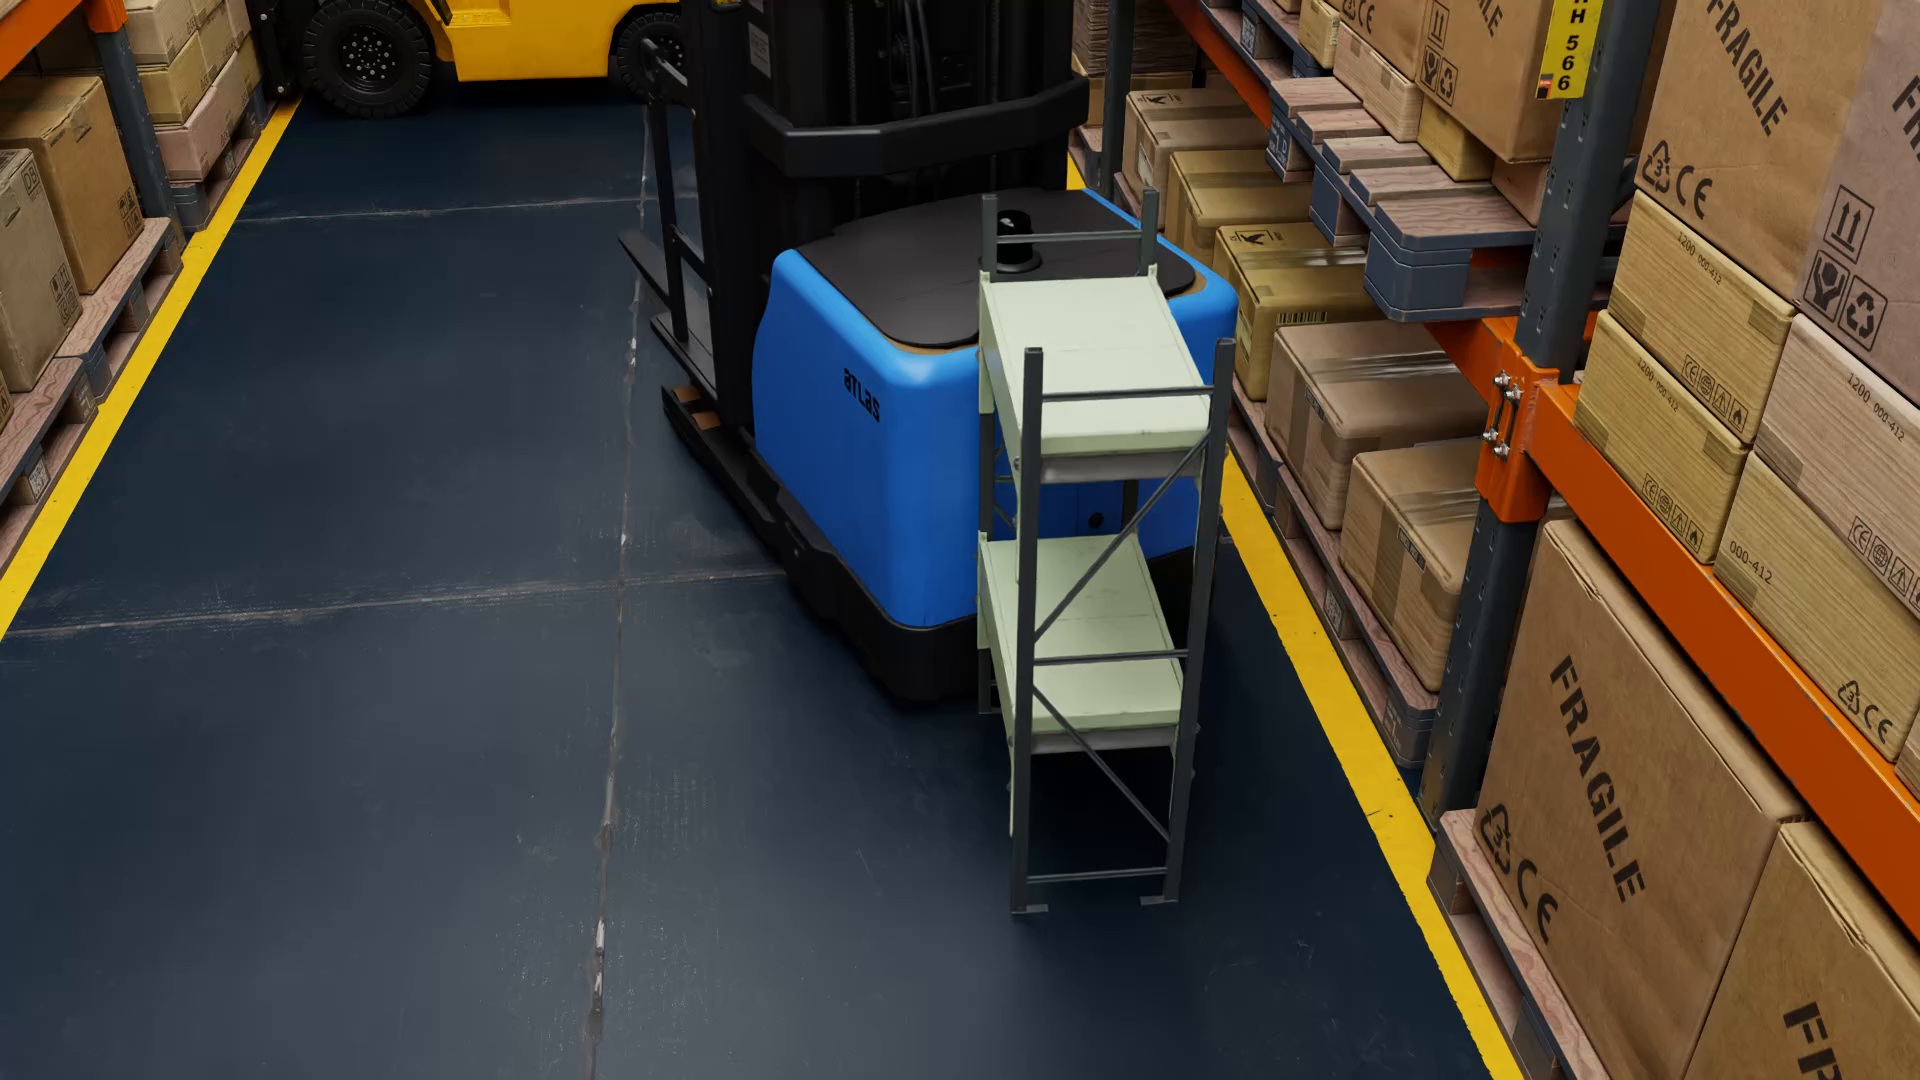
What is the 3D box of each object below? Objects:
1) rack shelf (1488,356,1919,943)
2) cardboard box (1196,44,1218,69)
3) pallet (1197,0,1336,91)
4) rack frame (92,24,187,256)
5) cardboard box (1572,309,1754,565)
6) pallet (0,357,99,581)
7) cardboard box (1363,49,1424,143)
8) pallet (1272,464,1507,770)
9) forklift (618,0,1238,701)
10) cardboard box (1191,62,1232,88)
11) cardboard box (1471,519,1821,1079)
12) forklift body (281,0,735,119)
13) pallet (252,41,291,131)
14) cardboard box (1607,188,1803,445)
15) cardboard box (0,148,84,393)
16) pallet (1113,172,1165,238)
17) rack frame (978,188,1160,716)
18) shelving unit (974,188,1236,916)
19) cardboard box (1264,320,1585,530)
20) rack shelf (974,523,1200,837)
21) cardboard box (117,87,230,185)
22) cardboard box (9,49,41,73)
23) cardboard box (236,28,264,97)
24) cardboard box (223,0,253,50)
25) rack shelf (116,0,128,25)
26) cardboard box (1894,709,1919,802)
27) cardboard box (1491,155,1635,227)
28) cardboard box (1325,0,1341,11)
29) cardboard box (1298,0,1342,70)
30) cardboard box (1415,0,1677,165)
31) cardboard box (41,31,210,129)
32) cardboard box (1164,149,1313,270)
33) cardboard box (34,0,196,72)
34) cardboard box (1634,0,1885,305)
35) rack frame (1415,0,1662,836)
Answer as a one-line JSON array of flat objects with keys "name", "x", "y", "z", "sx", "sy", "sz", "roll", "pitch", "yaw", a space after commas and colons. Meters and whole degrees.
[{"name": "rack shelf", "x": 1.941, "y": 0.843, "z": 1.989, "sx": 1.077, "sy": 0.370, "sz": 4.000, "roll": -4, "pitch": 35, "yaw": -6}, {"name": "cardboard box", "x": 1.322, "y": -2.500, "z": 7.657, "sx": 0.500, "sy": 0.500, "sz": 0.500, "roll": -3, "pitch": 34, "yaw": -4}, {"name": "pallet", "x": 1.365, "y": -1.593, "z": 5.094, "sx": 1.003, "sy": 0.211, "sz": 1.213, "roll": -4, "pitch": 35, "yaw": -6}, {"name": "rack frame", "x": -3.784, "y": -2.425, "z": 6.145, "sx": 1.000, "sy": 3.000, "sz": 0.127, "roll": -4, "pitch": 35, "yaw": -6}, {"name": "cardboard box", "x": 1.489, "y": -0.217, "z": 3.037, "sx": 0.500, "sy": 0.250, "sz": 0.500, "roll": -5, "pitch": 35, "yaw": -7}, {"name": "pallet", "x": -3.479, "y": -0.182, "z": 5.330, "sx": 1.003, "sy": 0.211, "sz": 1.213, "roll": -4, "pitch": 35, "yaw": -6}, {"name": "cardboard box", "x": 1.209, "y": -1.087, "z": 4.031, "sx": 0.380, "sy": 0.149, "sz": 0.250, "roll": -5, "pitch": 35, "yaw": -7}, {"name": "pallet", "x": 1.568, "y": 0.145, "z": 4.849, "sx": 1.003, "sy": 0.211, "sz": 1.213, "roll": -4, "pitch": 35, "yaw": -6}, {"name": "forklift", "x": -0.379, "y": -1.589, "z": 4.980, "sx": 1.130, "sy": 2.935, "sz": 3.031, "roll": -16, "pitch": 37, "yaw": -22}, {"name": "cardboard box", "x": 1.322, "y": -2.190, "z": 7.869, "sx": 0.500, "sy": 0.250, "sz": 0.500, "roll": -6, "pitch": 35, "yaw": -9}, {"name": "cardboard box", "x": 1.683, "y": 0.525, "z": 3.329, "sx": 0.875, "sy": 0.875, "sz": 0.875, "roll": -5, "pitch": 35, "yaw": -7}, {"name": "forklift body", "x": -2.259, "y": -3.386, "z": 8.309, "sx": 2.313, "sy": 2.155, "sz": 1.214, "roll": -4, "pitch": 35, "yaw": -6}, {"name": "pallet", "x": -4.017, "y": -2.402, "z": 8.587, "sx": 1.003, "sy": 0.211, "sz": 1.213, "roll": -4, "pitch": 35, "yaw": -6}, {"name": "cardboard box", "x": 1.495, "y": -0.414, "z": 2.883, "sx": 0.500, "sy": 0.250, "sz": 0.500, "roll": -5, "pitch": 35, "yaw": -7}, {"name": "cardboard box", "x": -3.606, "y": -0.893, "z": 5.633, "sx": 0.875, "sy": 0.625, "sz": 0.625, "roll": -5, "pitch": 35, "yaw": -7}, {"name": "pallet", "x": 1.240, "y": -1.216, "z": 6.847, "sx": 1.003, "sy": 0.211, "sz": 1.213, "roll": -4, "pitch": 35, "yaw": -6}, {"name": "rack frame", "x": 0.249, "y": -0.156, "z": 4.147, "sx": 0.400, "sy": 1.500, "sz": 0.023, "roll": -3, "pitch": 34, "yaw": -5}, {"name": "shelving unit", "x": 0.285, "y": 0.049, "z": 3.846, "sx": 0.431, "sy": 1.500, "sz": 0.755, "roll": -3, "pitch": 34, "yaw": -5}, {"name": "cardboard box", "x": 1.499, "y": -0.386, "z": 5.113, "sx": 0.950, "sy": 0.372, "sz": 0.625, "roll": -5, "pitch": 35, "yaw": -7}, {"name": "rack shelf", "x": 0.285, "y": 0.318, "z": 4.030, "sx": 0.431, "sy": 0.370, "sz": 0.720, "roll": -3, "pitch": 34, "yaw": -5}, {"name": "cardboard box", "x": -3.521, "y": -1.757, "z": 7.234, "sx": 0.500, "sy": 0.250, "sz": 0.500, "roll": -4, "pitch": 34, "yaw": -6}, {"name": "cardboard box", "x": -4.042, "y": -2.135, "z": 6.901, "sx": 0.500, "sy": 0.250, "sz": 0.500, "roll": -4, "pitch": 34, "yaw": -5}, {"name": "cardboard box", "x": -3.689, "y": -2.325, "z": 8.067, "sx": 0.500, "sy": 0.250, "sz": 0.500, "roll": -4, "pitch": 34, "yaw": -6}, {"name": "cardboard box", "x": -3.669, "y": -2.524, "z": 7.915, "sx": 0.500, "sy": 0.250, "sz": 0.500, "roll": -5, "pitch": 35, "yaw": -7}, {"name": "rack shelf", "x": -4.053, "y": -3.244, "z": 7.985, "sx": 1.077, "sy": 0.370, "sz": 4.000, "roll": -4, "pitch": 35, "yaw": -6}, {"name": "cardboard box", "x": 1.640, "y": 0.362, "z": 2.189, "sx": 0.500, "sy": 0.250, "sz": 0.500, "roll": -3, "pitch": 34, "yaw": -5}, {"name": "cardboard box", "x": 1.395, "y": -0.806, "z": 3.619, "sx": 0.380, "sy": 0.149, "sz": 0.250, "roll": -3, "pitch": 34, "yaw": -5}, {"name": "cardboard box", "x": 1.186, "y": -1.710, "z": 4.370, "sx": 0.500, "sy": 0.500, "sz": 0.500, "roll": -7, "pitch": 35, "yaw": -10}, {"name": "cardboard box", "x": 1.132, "y": -1.381, "z": 4.462, "sx": 0.380, "sy": 0.149, "sz": 0.250, "roll": -4, "pitch": 34, "yaw": -6}, {"name": "cardboard box", "x": 1.335, "y": -1.141, "z": 3.535, "sx": 0.500, "sy": 0.500, "sz": 0.500, "roll": -5, "pitch": 35, "yaw": -8}, {"name": "cardboard box", "x": -3.543, "y": -1.962, "z": 7.090, "sx": 0.500, "sy": 0.250, "sz": 0.500, "roll": -5, "pitch": 35, "yaw": -7}, {"name": "cardboard box", "x": 1.307, "y": -1.197, "z": 6.304, "sx": 0.950, "sy": 0.372, "sz": 0.625, "roll": -2, "pitch": 34, "yaw": -3}, {"name": "cardboard box", "x": -3.538, "y": -2.169, "z": 6.950, "sx": 0.500, "sy": 0.250, "sz": 0.500, "roll": -5, "pitch": 35, "yaw": -7}, {"name": "cardboard box", "x": 1.496, "y": -0.732, "z": 2.683, "sx": 0.500, "sy": 0.500, "sz": 0.500, "roll": -5, "pitch": 35, "yaw": -8}, {"name": "rack frame", "x": 1.672, "y": -0.571, "z": 3.424, "sx": 1.000, "sy": 3.000, "sz": 0.127, "roll": -4, "pitch": 35, "yaw": -6}]
